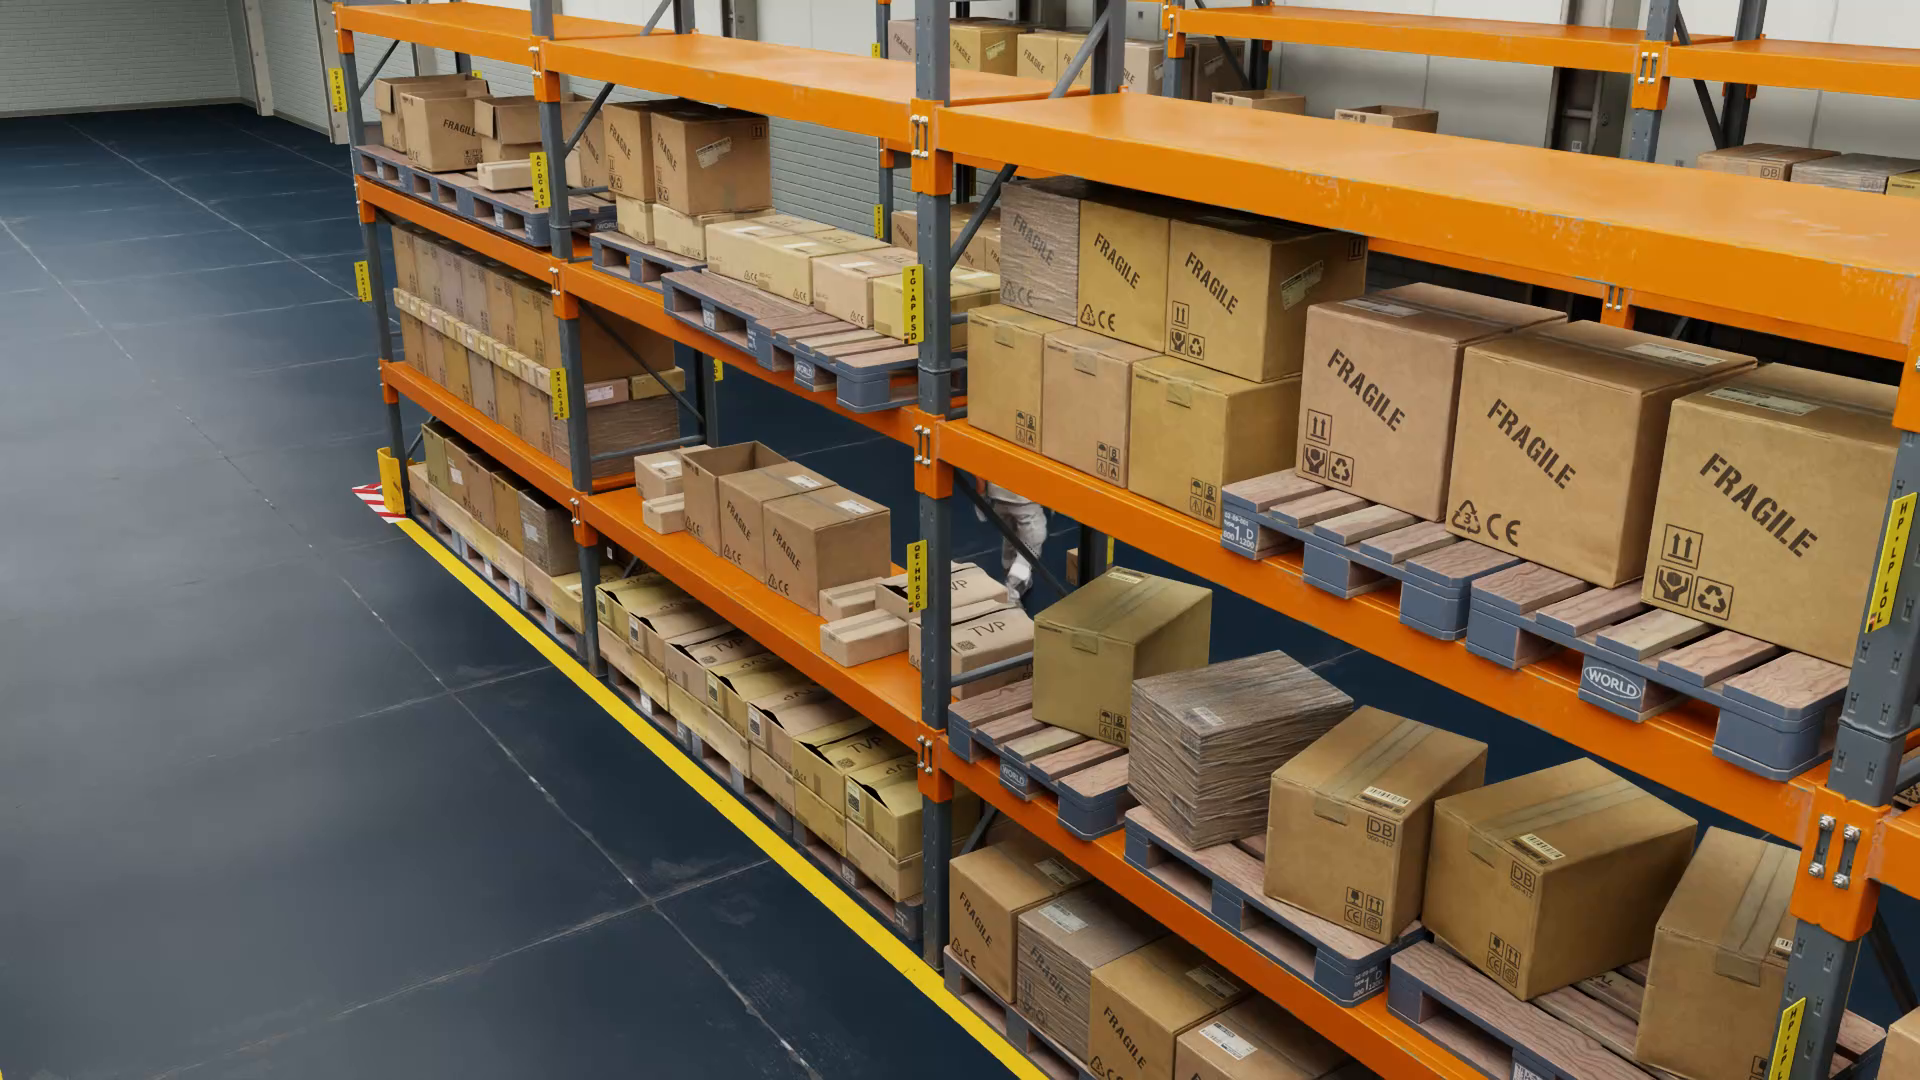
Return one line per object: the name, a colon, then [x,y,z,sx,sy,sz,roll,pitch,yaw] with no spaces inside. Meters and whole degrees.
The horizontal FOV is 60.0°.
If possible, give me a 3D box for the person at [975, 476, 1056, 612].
person: [0.414,-0.317,11.871,0.548,1.764,0.910,12,24,29]
